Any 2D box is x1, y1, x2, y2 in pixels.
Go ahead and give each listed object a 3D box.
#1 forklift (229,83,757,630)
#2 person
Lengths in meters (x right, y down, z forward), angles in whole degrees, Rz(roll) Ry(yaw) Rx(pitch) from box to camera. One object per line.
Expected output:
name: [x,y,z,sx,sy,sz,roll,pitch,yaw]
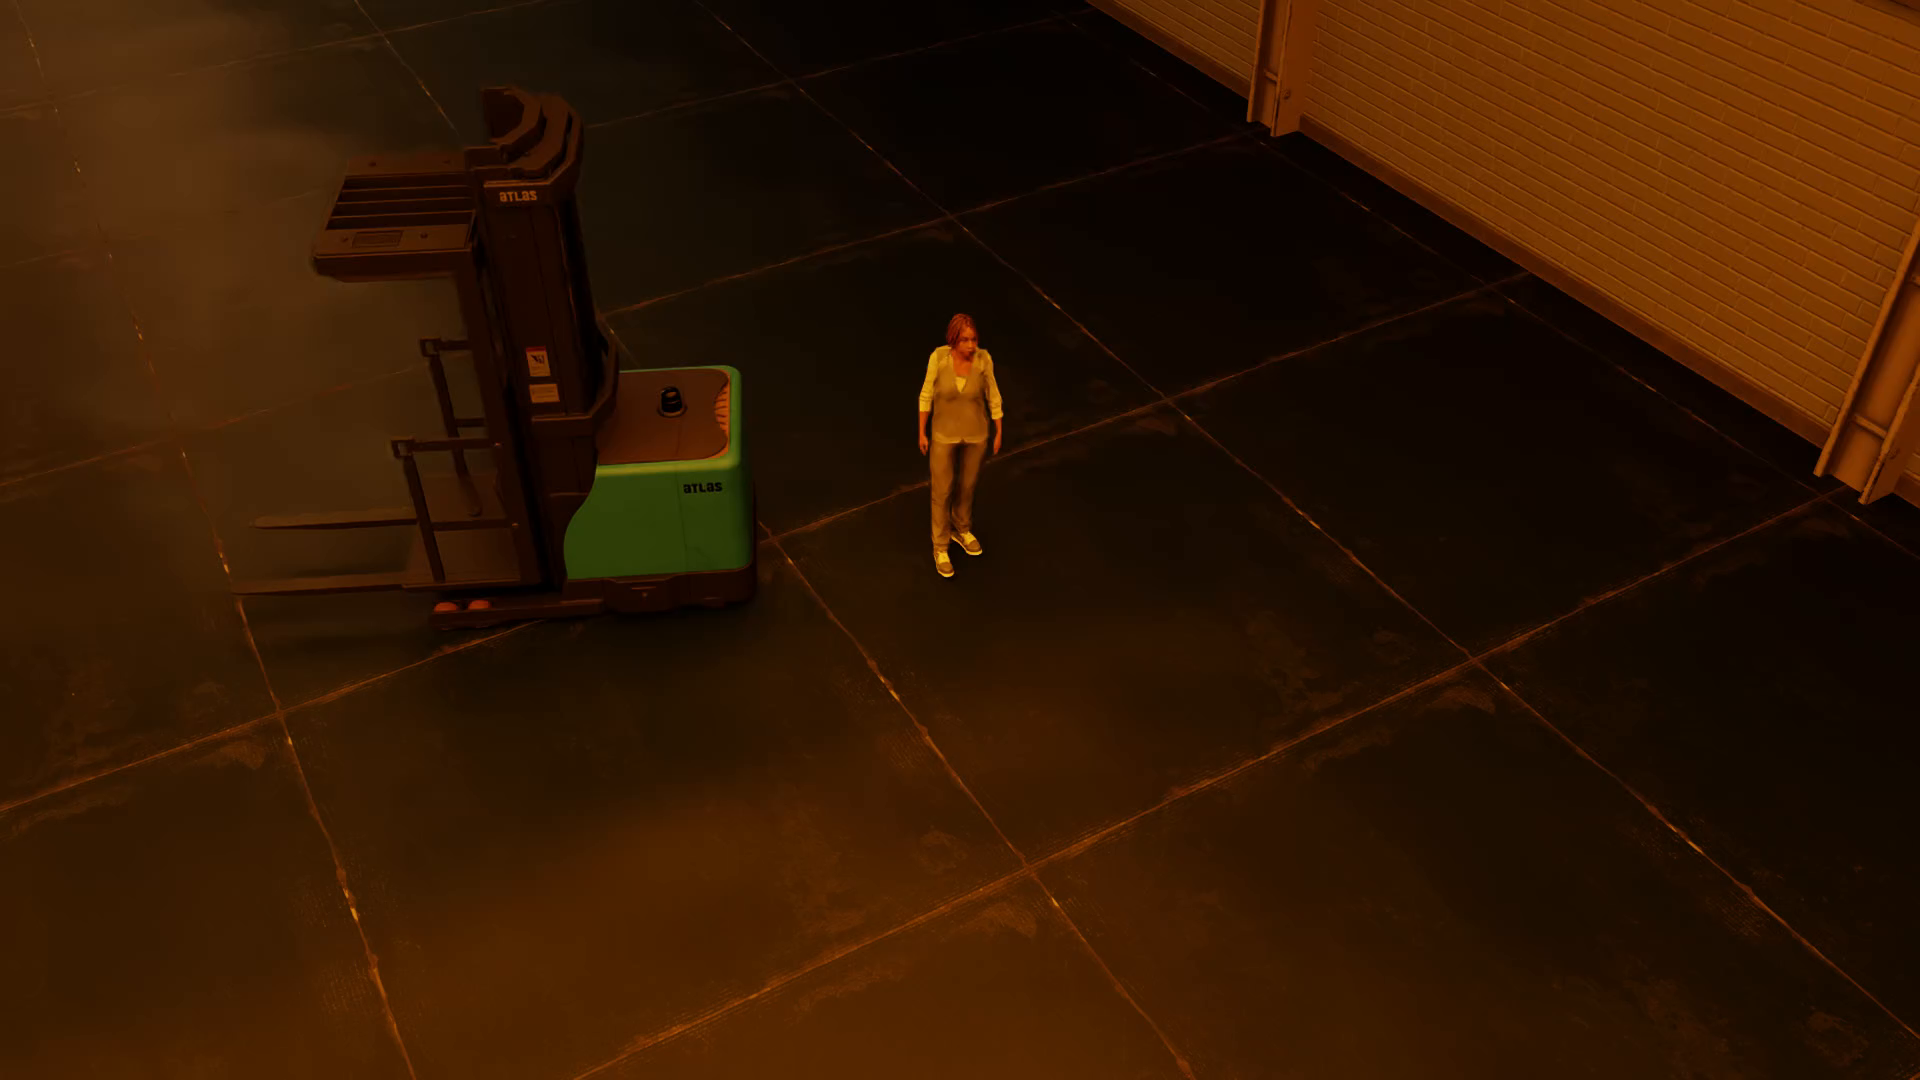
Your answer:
forklift: [-2.756,-0.958,9.191,3.031,2.935,1.130,-4,40,-4]
person: [0.013,-0.548,9.732,0.503,1.600,0.530,-4,40,-5]
